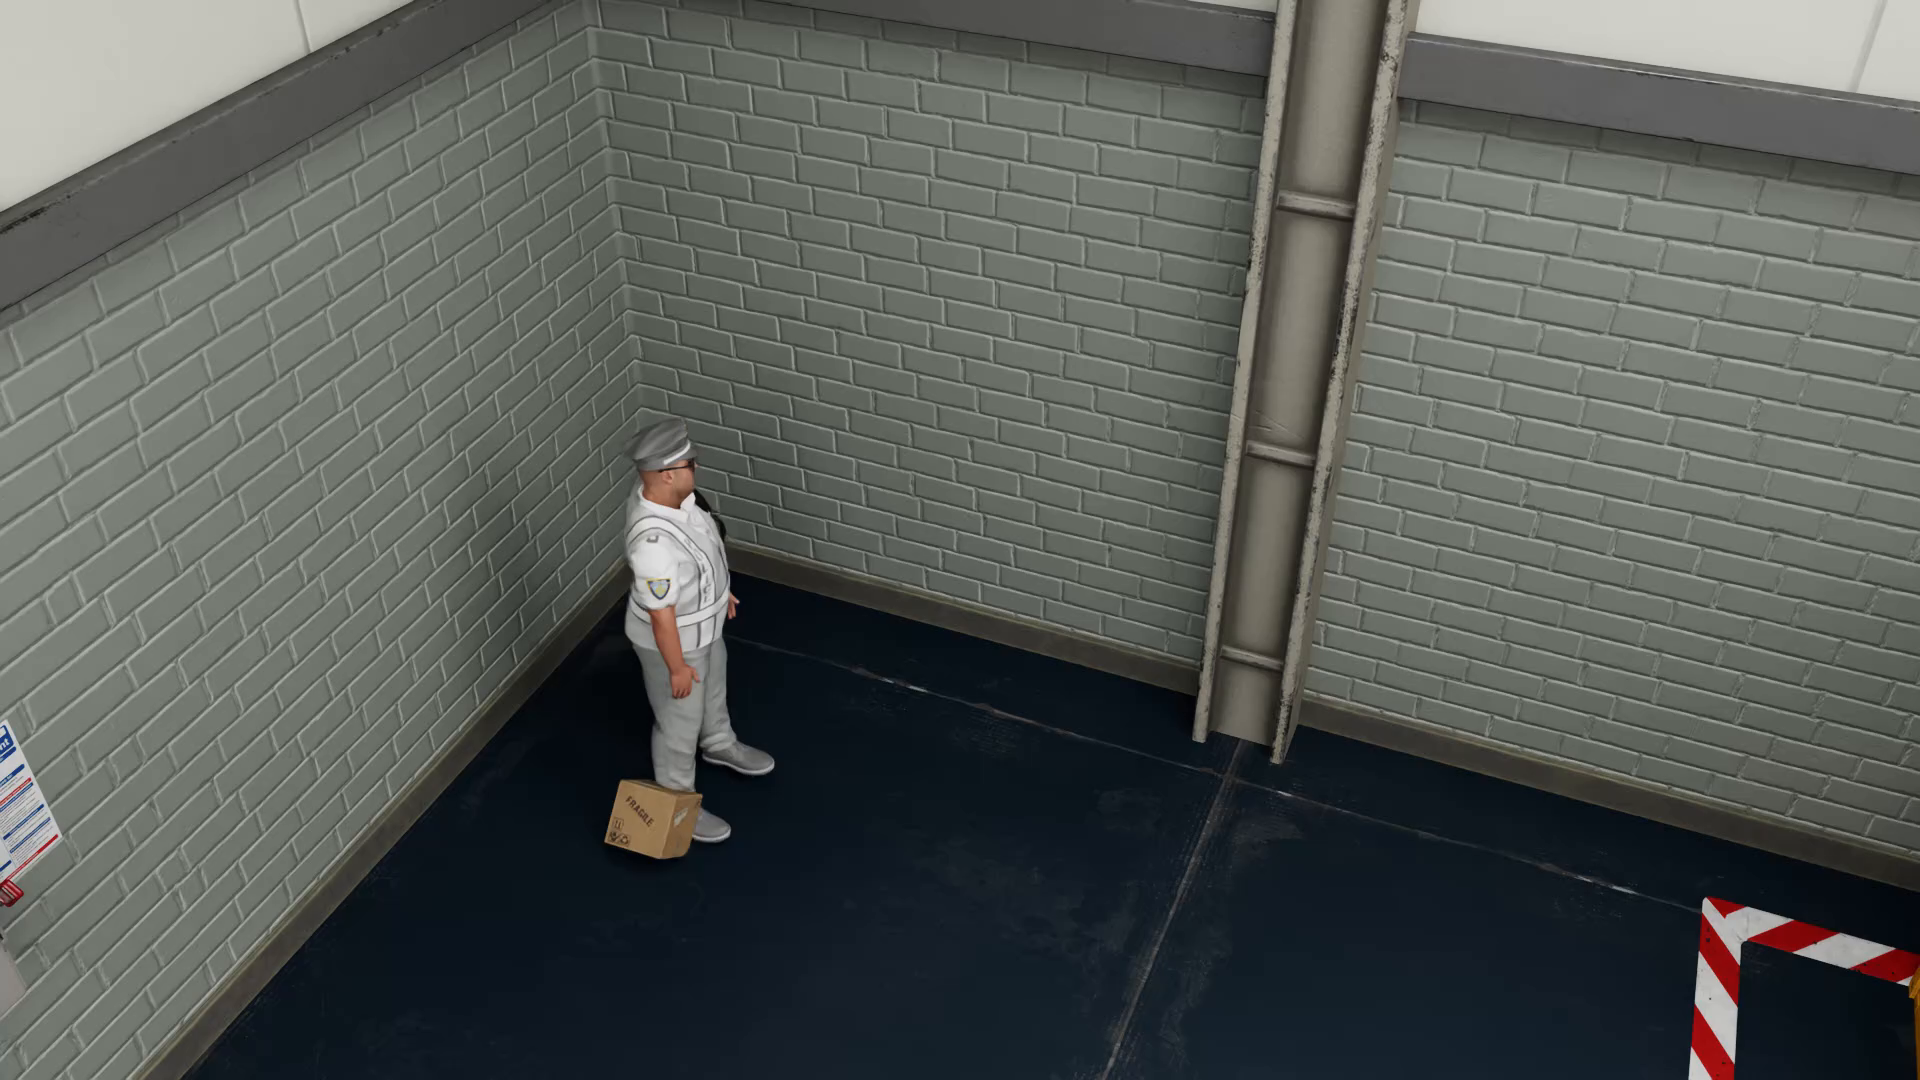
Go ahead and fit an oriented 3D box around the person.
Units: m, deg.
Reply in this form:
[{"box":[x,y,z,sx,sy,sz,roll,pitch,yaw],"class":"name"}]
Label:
[{"box":[-1.020,0.339,6.320,0.499,1.769,0.572,0,37,0],"class":"person"}]
